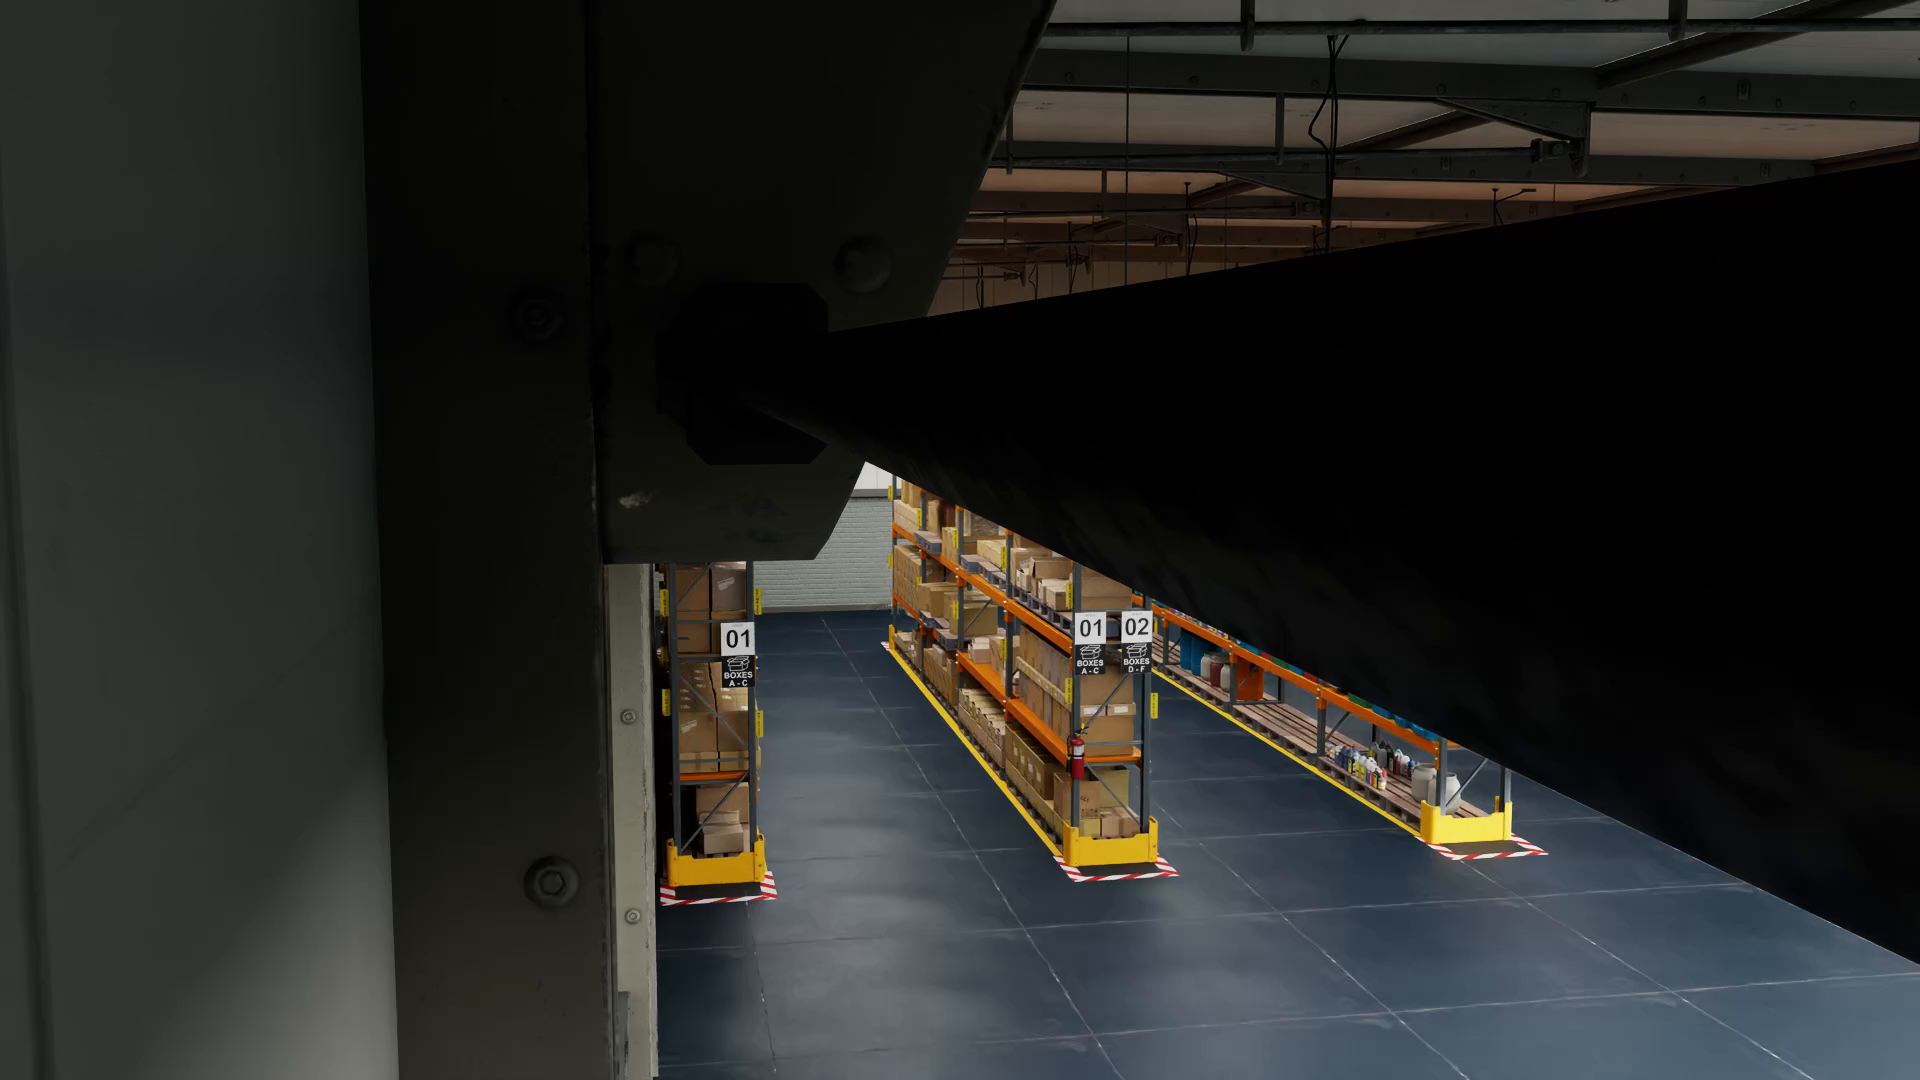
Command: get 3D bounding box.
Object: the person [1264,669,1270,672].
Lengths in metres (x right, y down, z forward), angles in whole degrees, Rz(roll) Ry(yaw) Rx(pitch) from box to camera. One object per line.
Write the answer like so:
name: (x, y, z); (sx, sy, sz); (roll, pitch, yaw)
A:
person: (6.349, 1.789, 33.983); (0.445, 1.771, 0.572); (-1, 6, -12)
